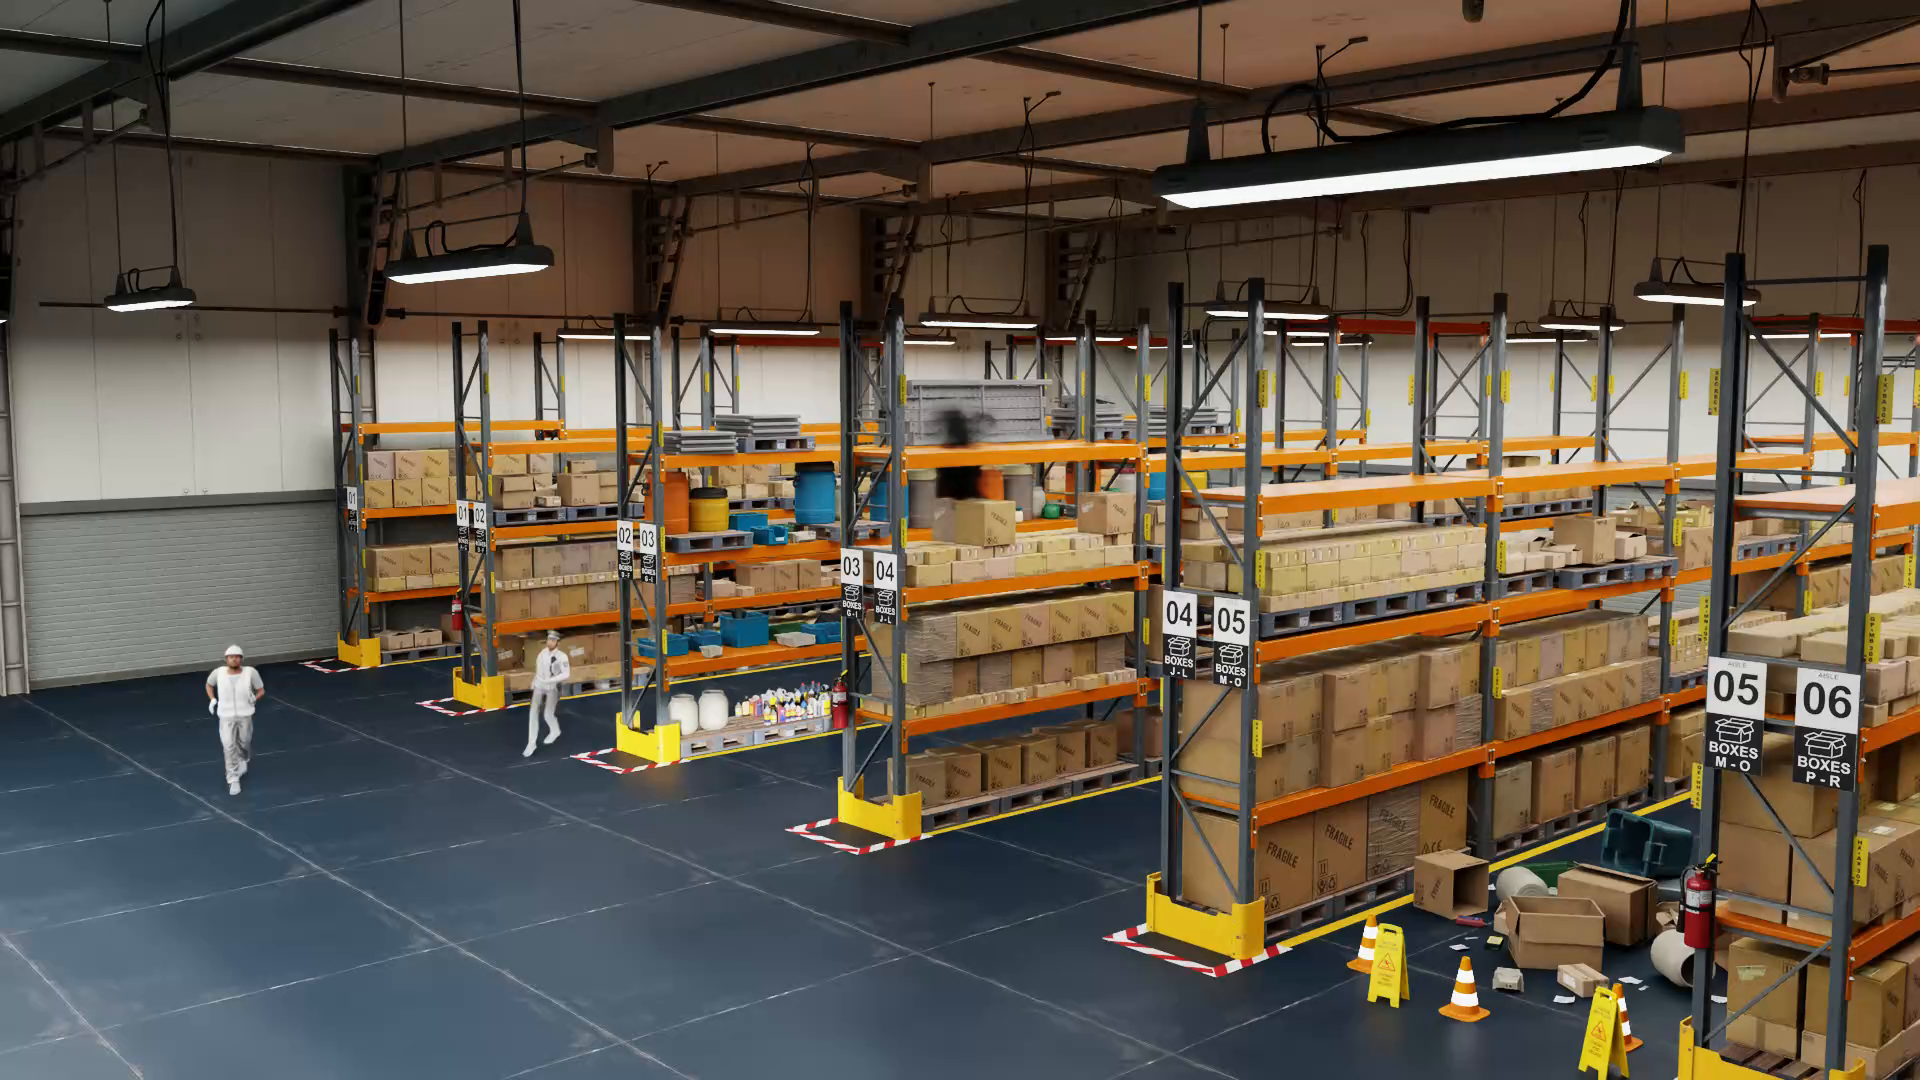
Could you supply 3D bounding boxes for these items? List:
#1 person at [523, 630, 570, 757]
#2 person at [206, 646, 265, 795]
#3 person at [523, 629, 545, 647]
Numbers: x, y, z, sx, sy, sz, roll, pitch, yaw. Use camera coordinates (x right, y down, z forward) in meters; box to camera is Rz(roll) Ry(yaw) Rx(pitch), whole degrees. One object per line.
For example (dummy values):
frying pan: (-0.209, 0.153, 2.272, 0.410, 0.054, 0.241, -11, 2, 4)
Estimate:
person: (-5.651, 2.073, 22.813, 0.629, 1.686, 0.820, 2, 6, 16)
person: (-9.074, 2.210, 20.855, 0.682, 1.791, 0.989, -2, 6, -23)
person: (-7.379, 1.466, 29.025, 0.659, 1.681, 0.678, 3, 6, 24)
